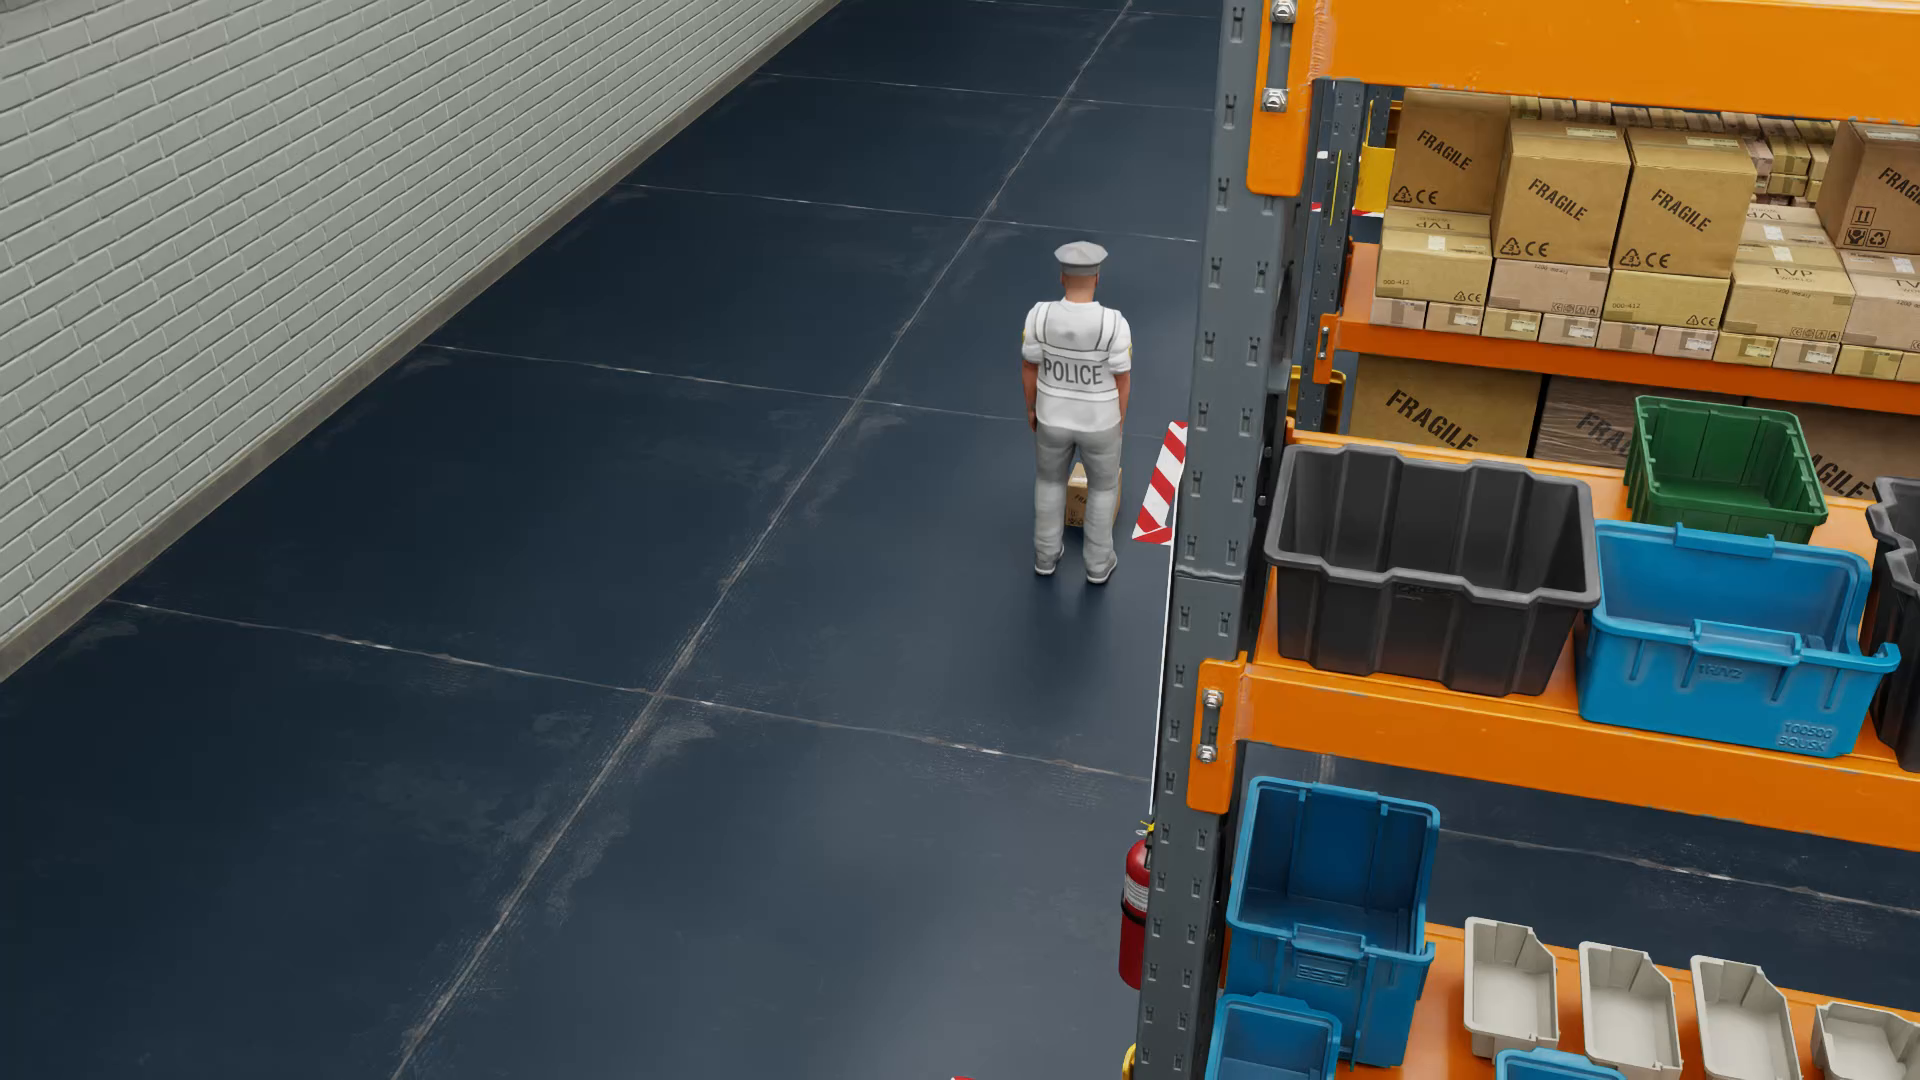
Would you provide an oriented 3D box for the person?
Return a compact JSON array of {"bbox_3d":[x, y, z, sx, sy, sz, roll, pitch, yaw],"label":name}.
[{"bbox_3d":[0.561,-0.600,8.087,0.530,1.743,0.391,9,34,13],"label":"person"}]
